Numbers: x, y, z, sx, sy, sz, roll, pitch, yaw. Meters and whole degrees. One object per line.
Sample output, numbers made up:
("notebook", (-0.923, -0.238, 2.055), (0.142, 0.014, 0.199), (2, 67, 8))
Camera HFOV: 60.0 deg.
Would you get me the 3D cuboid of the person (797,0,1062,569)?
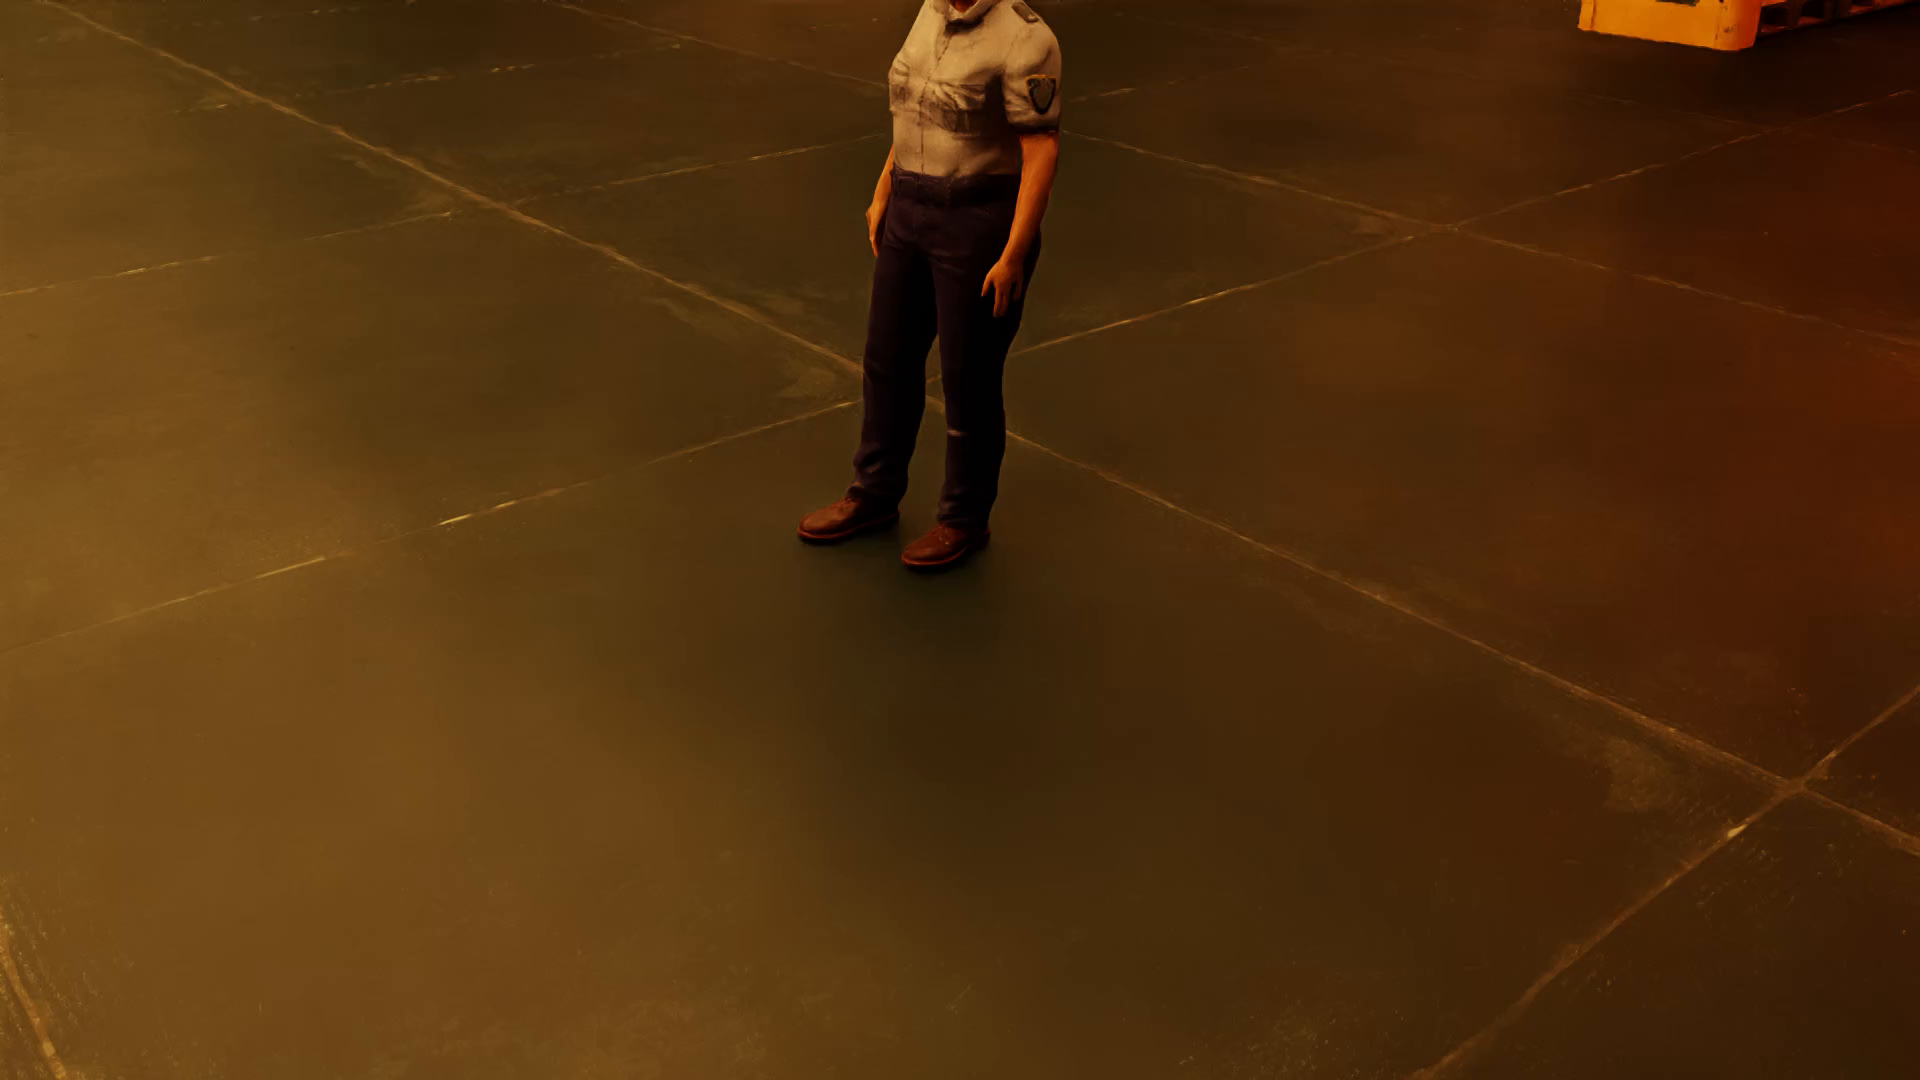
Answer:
("person", (-0.084, -0.727, 4.096), (0.502, 1.650, 0.599), (-20, 33, -35))
